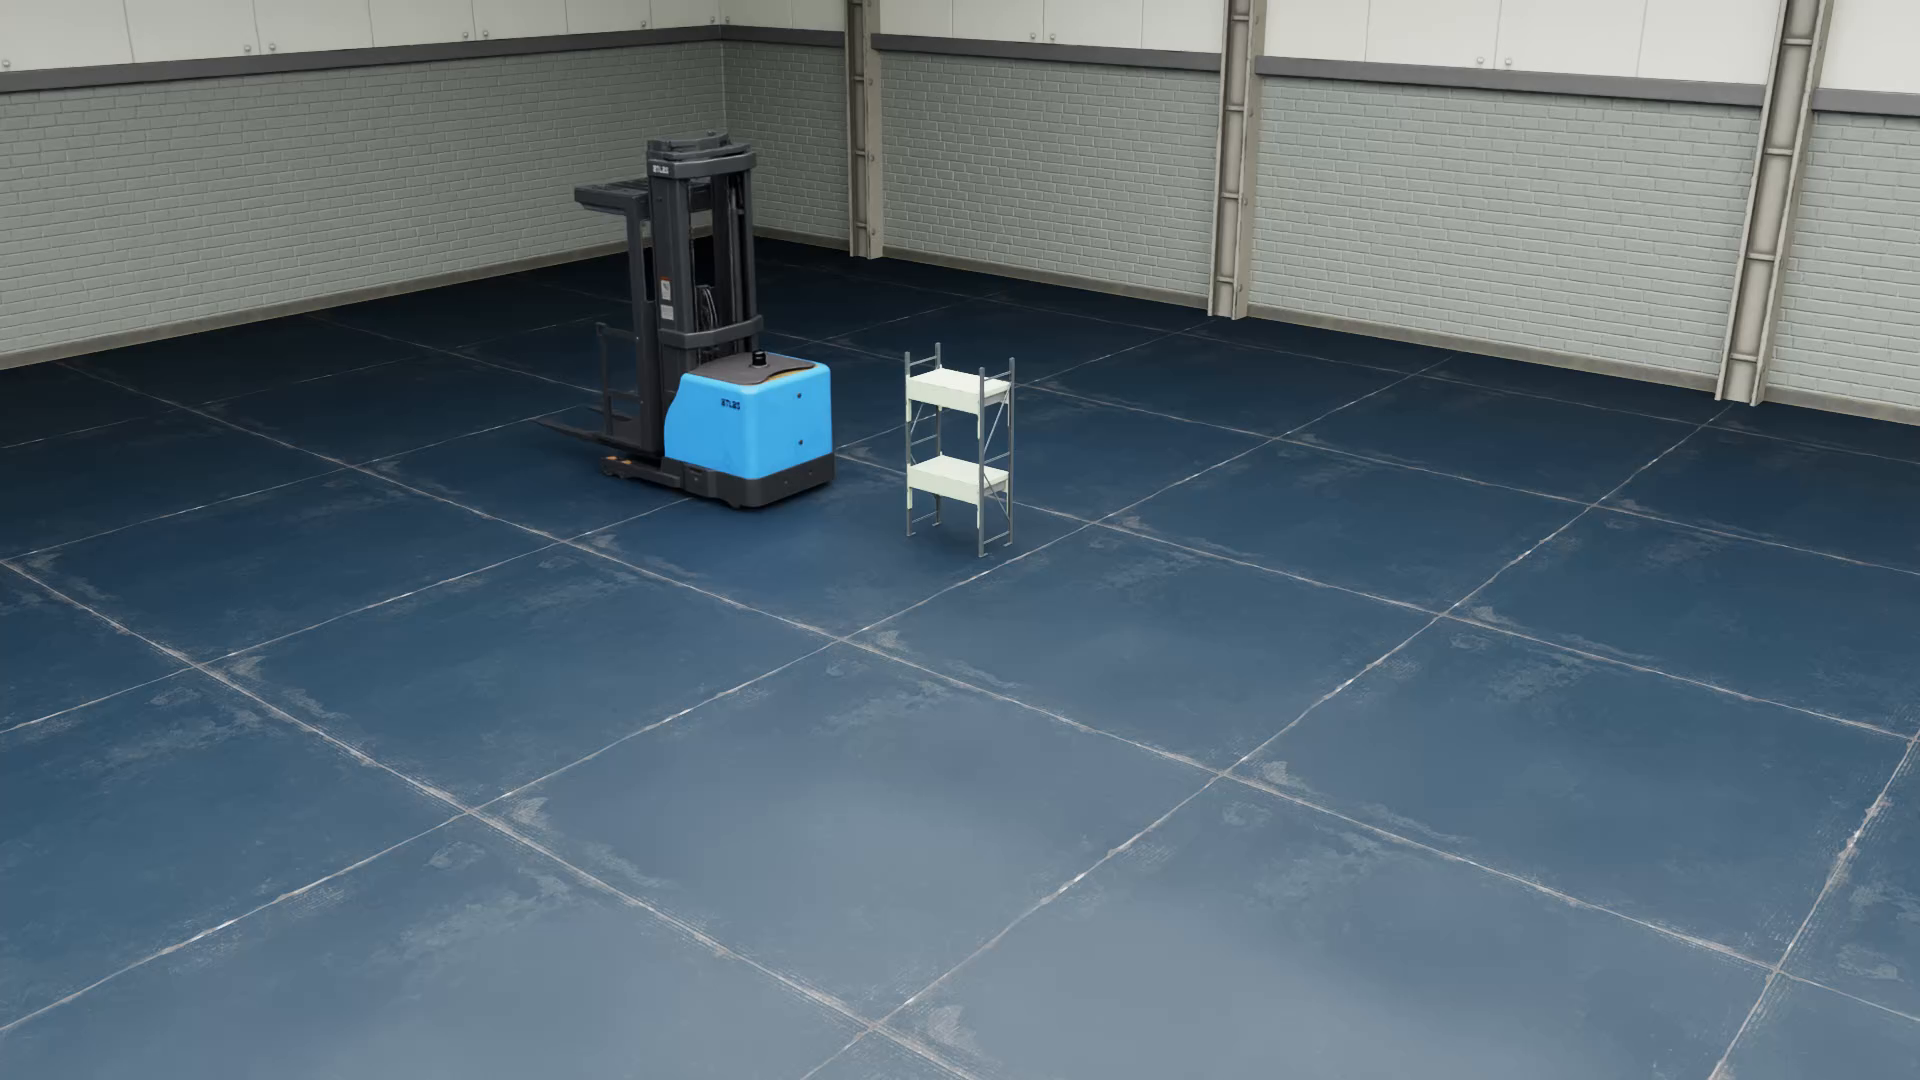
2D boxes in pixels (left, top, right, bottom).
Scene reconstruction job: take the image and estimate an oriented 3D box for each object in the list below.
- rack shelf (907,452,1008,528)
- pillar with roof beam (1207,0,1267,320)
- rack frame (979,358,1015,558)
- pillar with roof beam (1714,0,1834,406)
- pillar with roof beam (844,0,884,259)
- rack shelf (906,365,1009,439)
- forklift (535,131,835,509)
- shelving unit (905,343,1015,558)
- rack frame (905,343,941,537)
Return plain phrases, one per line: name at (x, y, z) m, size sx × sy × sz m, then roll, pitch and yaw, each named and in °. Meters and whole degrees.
rack shelf at (-0.005, -0.398, 13.023) m, size 0.720 × 0.370 × 0.431 m, roll 16°, pitch 26°, yaw 36°
pillar with roof beam at (0.579, -5.805, 15.807) m, size 0.400 × 9.000 × 9.100 m, roll 16°, pitch 26°, yaw 36°
rack frame at (0.278, -0.622, 12.691) m, size 0.023 × 1.500 × 0.400 m, roll 16°, pitch 26°, yaw 36°
pillar with roof beam at (5.227, -4.466, 12.257) m, size 0.400 × 9.000 × 9.100 m, roll 16°, pitch 26°, yaw 36°
pillar with roof beam at (-4.069, -7.143, 19.357) m, size 0.400 × 9.000 × 9.100 m, roll 16°, pitch 26°, yaw 36°
rack shelf at (-0.005, -1.068, 12.770) m, size 0.720 × 0.370 × 0.431 m, roll 16°, pitch 26°, yaw 36°
forklift at (-2.557, -2.034, 14.407) m, size 3.031 × 2.935 × 1.130 m, roll 15°, pitch 26°, yaw 35°
shelving unit at (-0.005, -0.703, 12.907) m, size 0.755 × 1.500 × 0.431 m, roll 16°, pitch 26°, yaw 36°
rack frame at (-0.289, -0.785, 13.124) m, size 0.023 × 1.500 × 0.400 m, roll 16°, pitch 26°, yaw 36°
